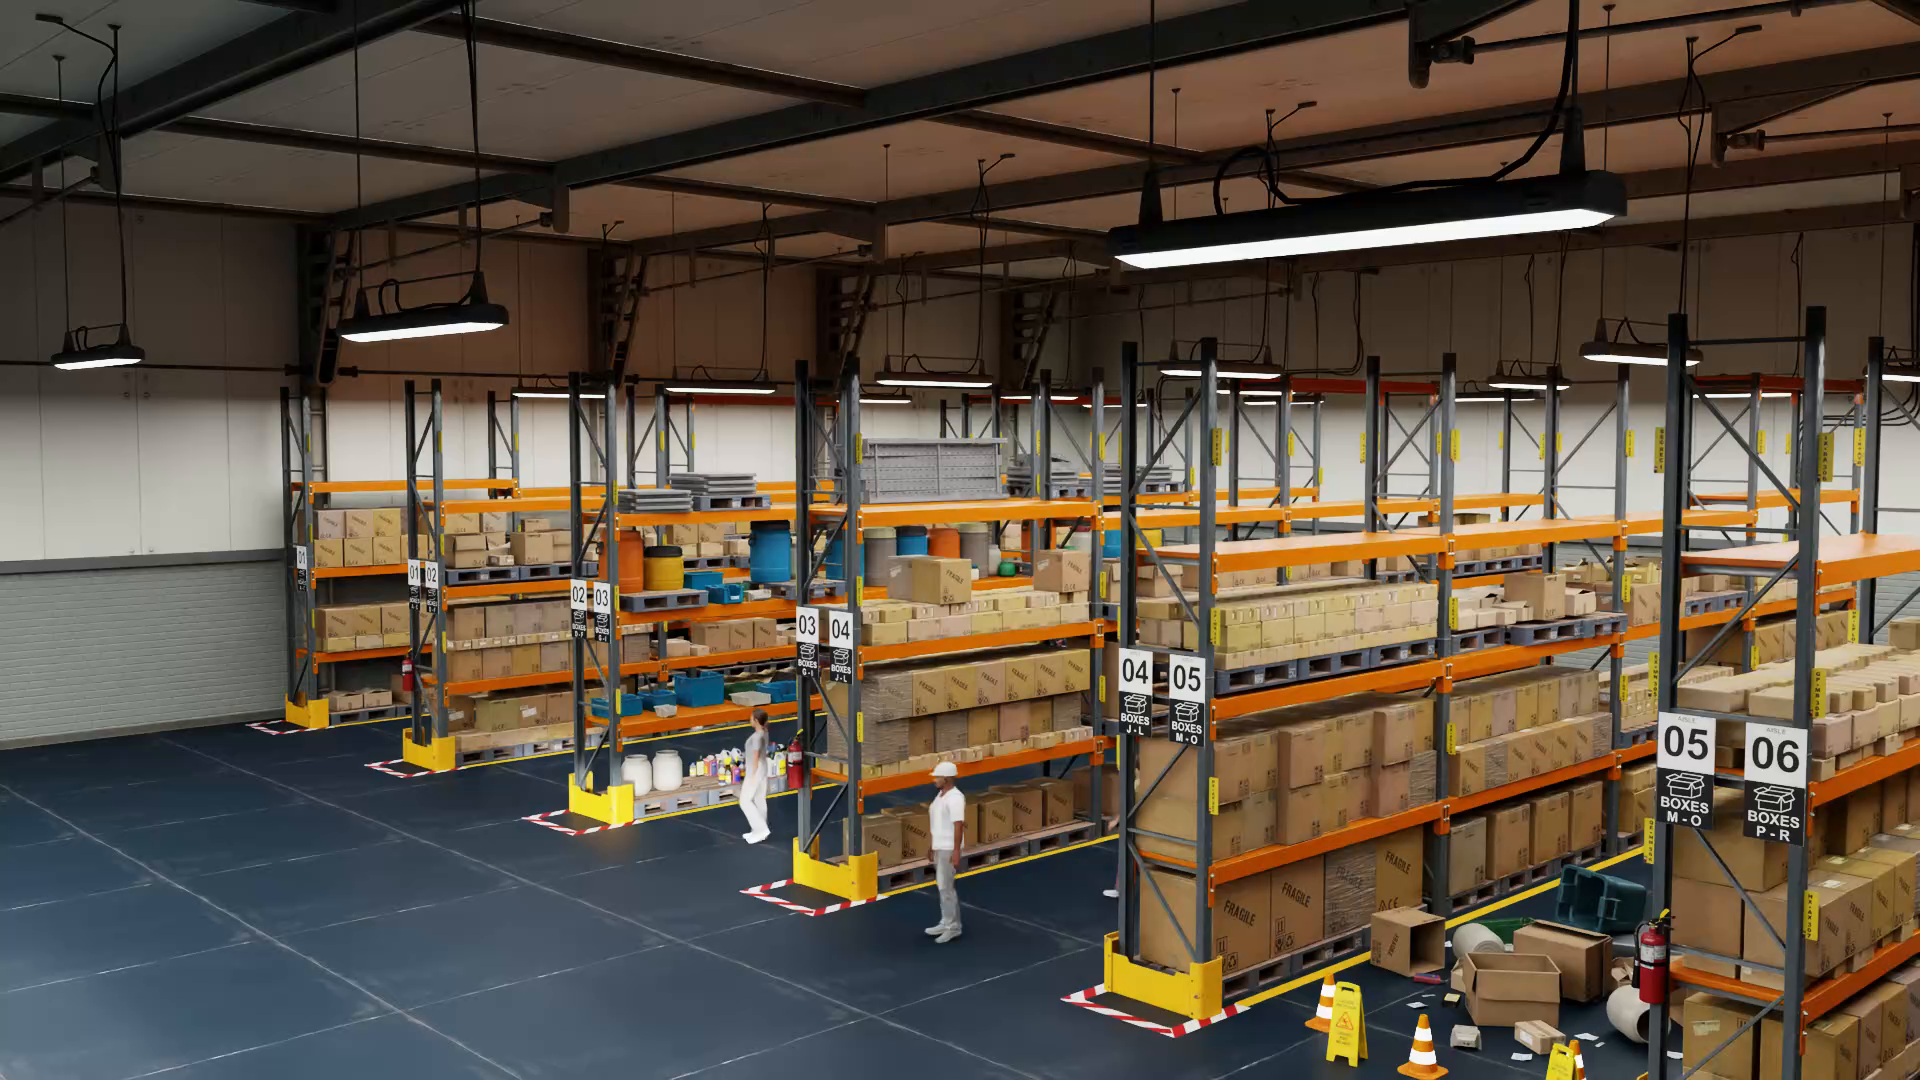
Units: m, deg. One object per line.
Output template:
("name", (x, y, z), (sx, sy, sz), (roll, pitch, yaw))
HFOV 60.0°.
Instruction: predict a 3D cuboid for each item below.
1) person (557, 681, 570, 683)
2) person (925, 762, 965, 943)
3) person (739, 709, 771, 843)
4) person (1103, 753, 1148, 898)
("person", (-7.260, 2.435, 30.283), (0.522, 1.764, 0.350), (-3, 5, -43))
("person", (-0.165, 3.194, 17.135), (0.401, 1.803, 0.624), (-1, 4, -15))
("person", (-2.579, 2.974, 21.083), (0.390, 1.674, 0.479), (1, 4, 9))
("person", (1.893, 3.155, 18.426), (0.614, 1.656, 0.507), (2, 4, 24))
